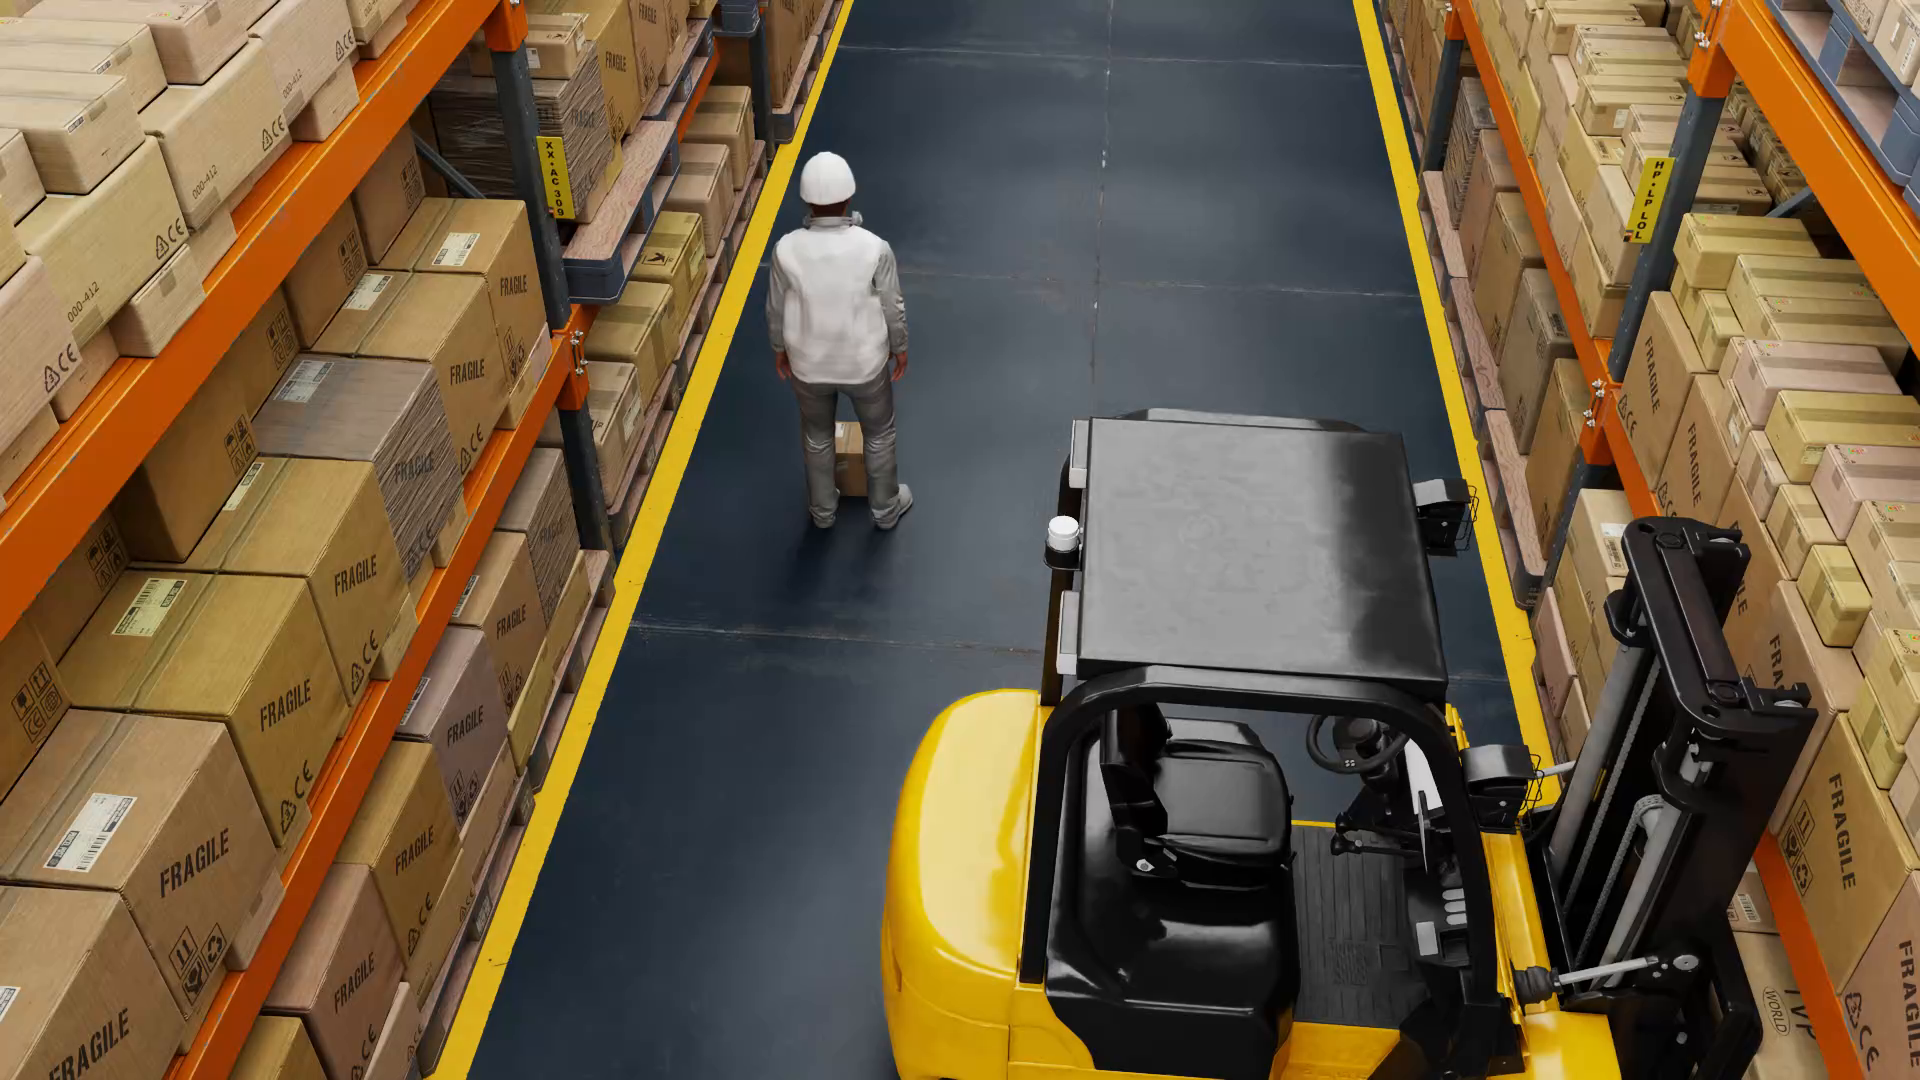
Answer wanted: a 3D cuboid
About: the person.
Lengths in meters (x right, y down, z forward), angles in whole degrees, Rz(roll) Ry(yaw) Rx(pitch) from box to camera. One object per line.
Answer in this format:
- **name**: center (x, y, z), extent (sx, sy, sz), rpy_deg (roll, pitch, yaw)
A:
- **person**: center (-0.514, -0.800, 7.095), extent (0.588, 1.771, 0.464), rpy_deg (2, 40, 2)
